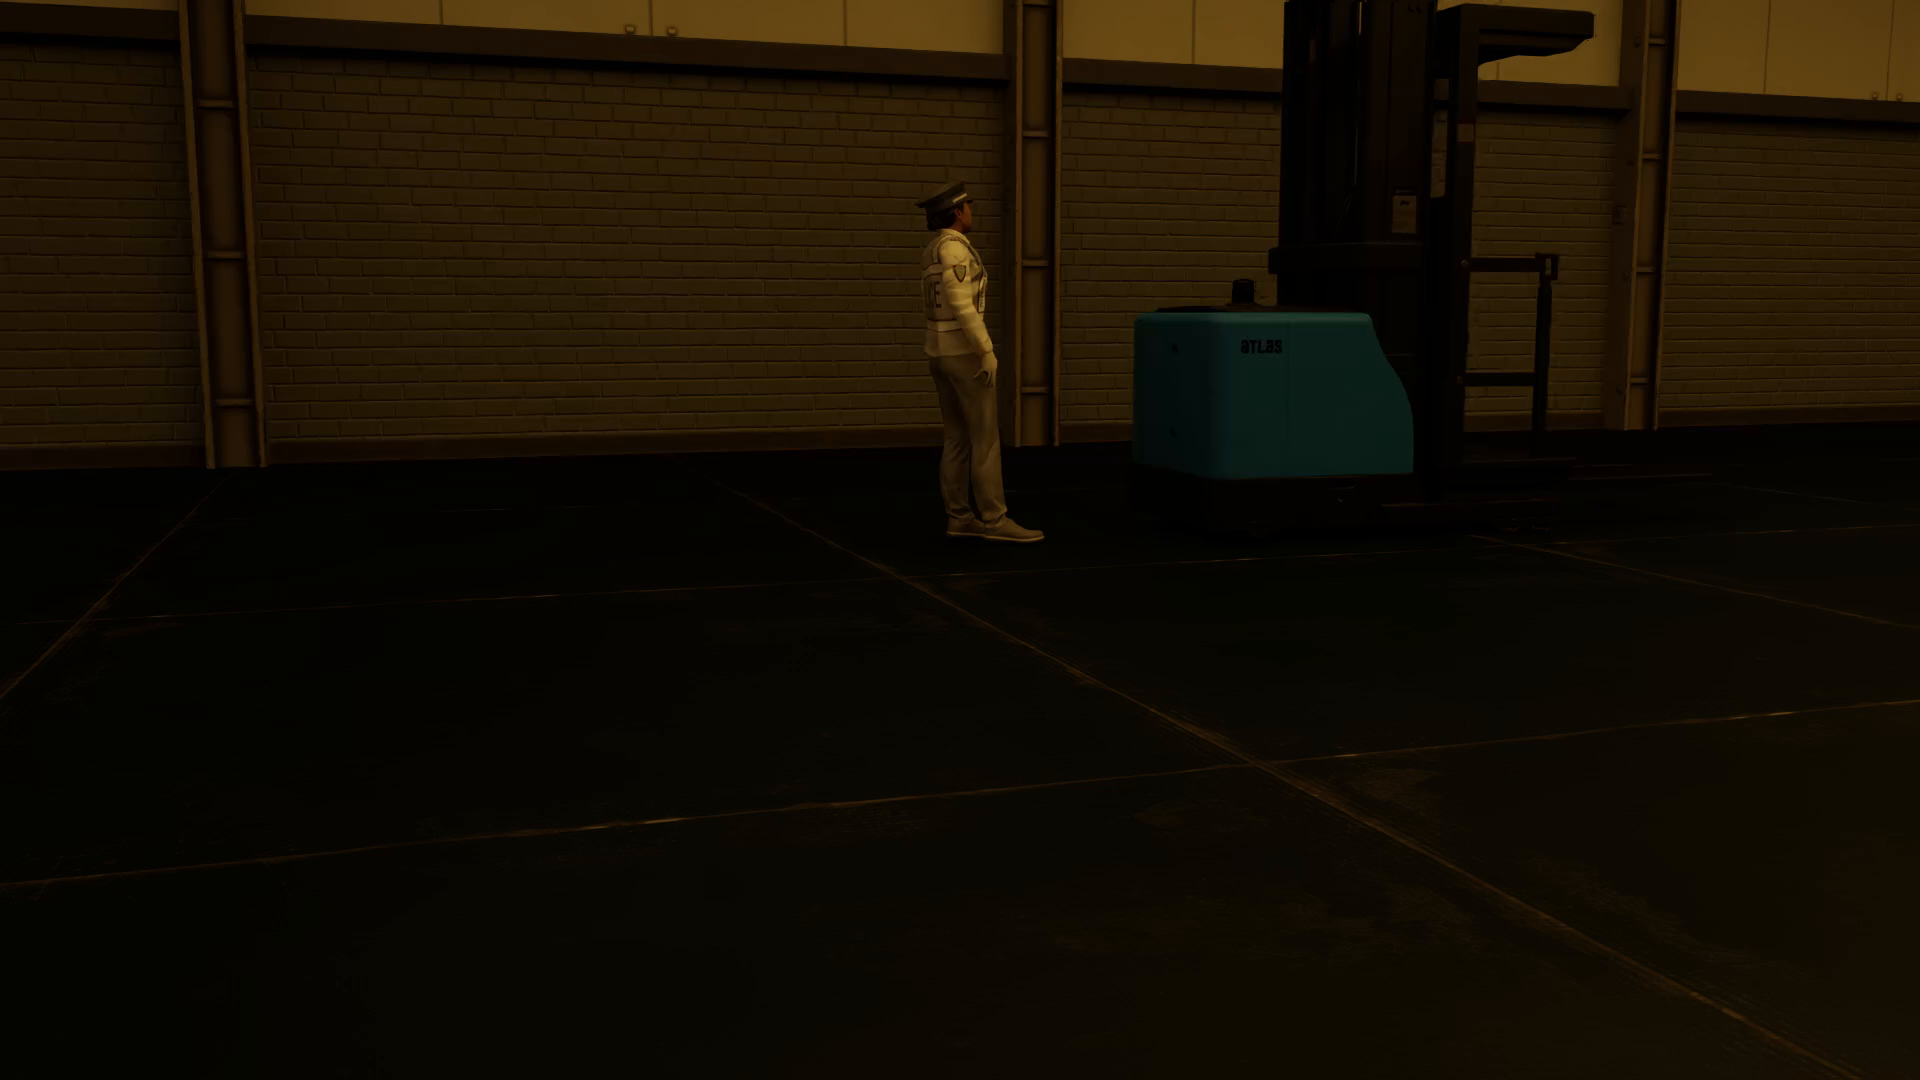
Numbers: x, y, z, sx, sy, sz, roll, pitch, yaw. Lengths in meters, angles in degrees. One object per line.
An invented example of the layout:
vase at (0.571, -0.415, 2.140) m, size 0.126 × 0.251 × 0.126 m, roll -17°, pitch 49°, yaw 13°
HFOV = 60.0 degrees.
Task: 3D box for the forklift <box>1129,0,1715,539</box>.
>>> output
forklift at (2.448, -1.551, 8.453) m, size 3.031 × 2.935 × 1.130 m, roll -3°, pitch 8°, yaw -18°

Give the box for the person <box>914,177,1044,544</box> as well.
person at (0.067, -0.849, 7.824) m, size 0.532 × 1.694 × 0.586 m, roll -3°, pitch 8°, yaw -18°
